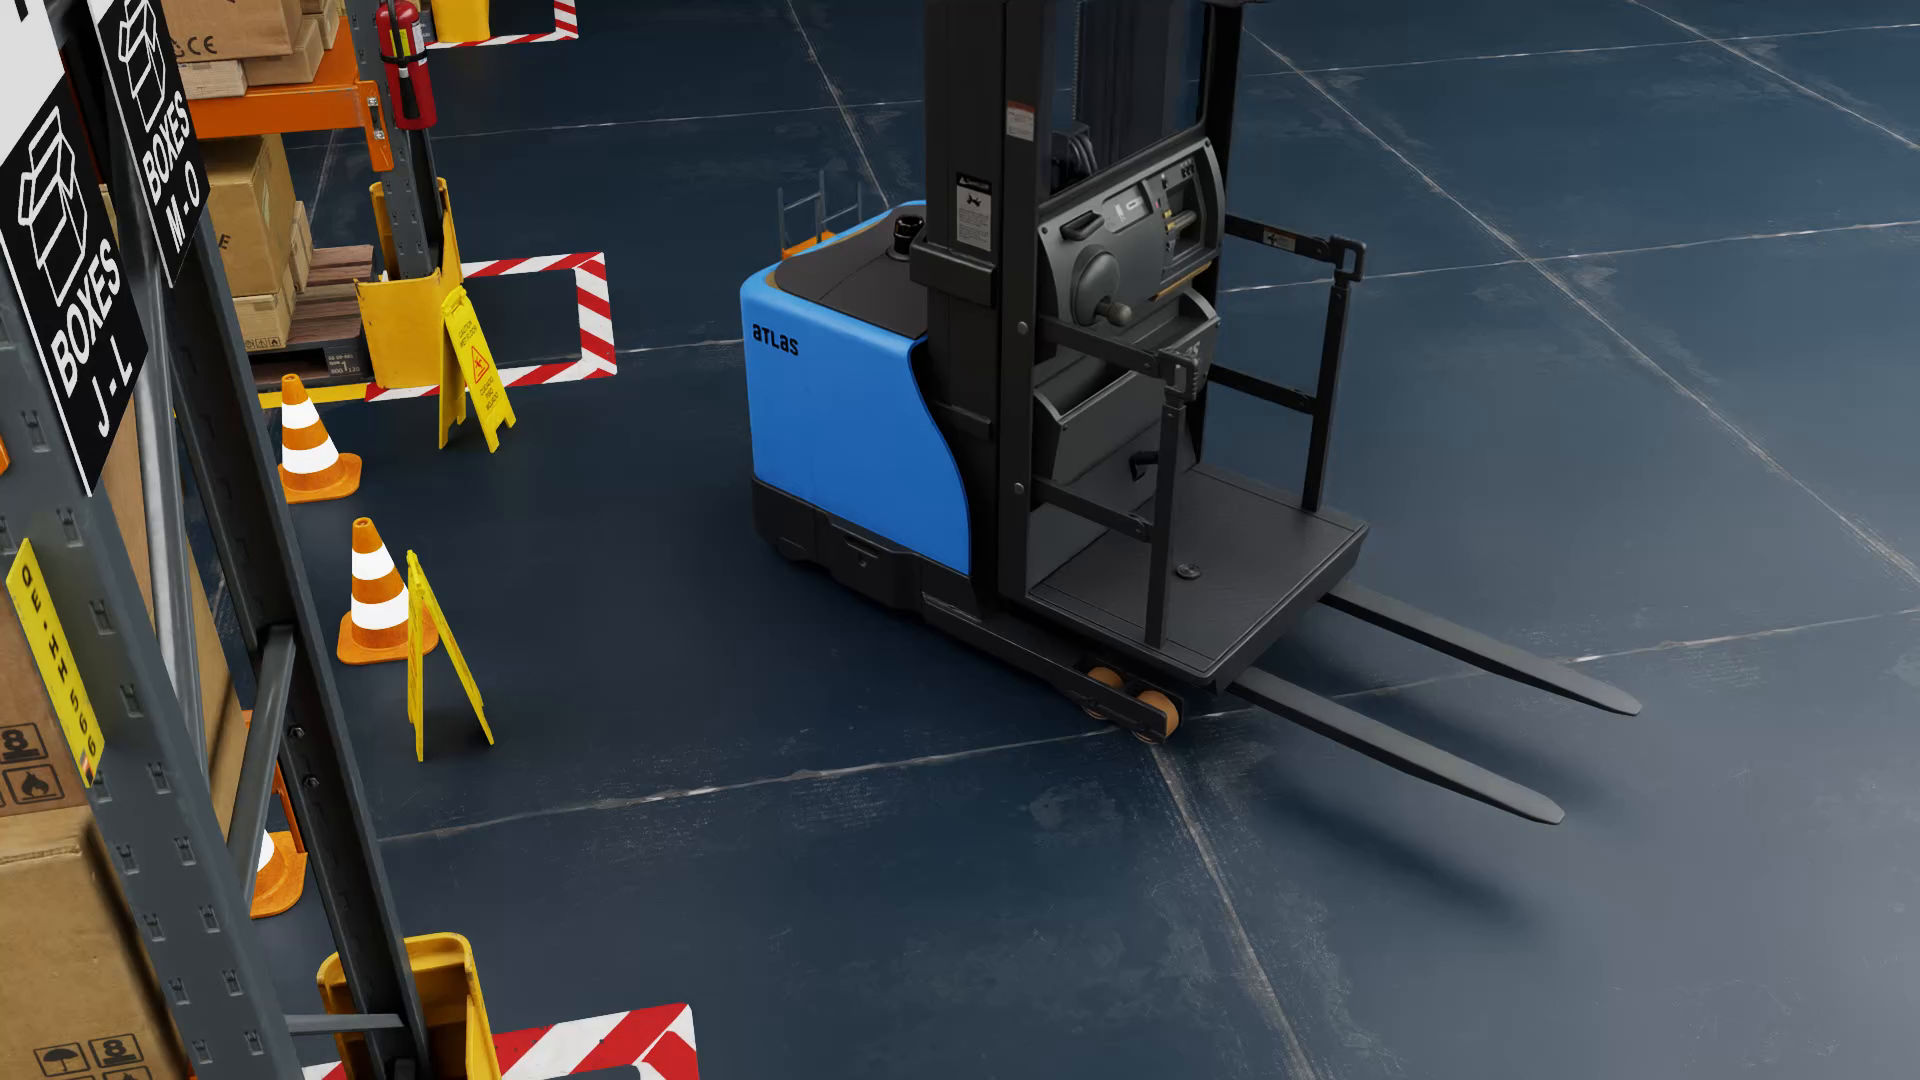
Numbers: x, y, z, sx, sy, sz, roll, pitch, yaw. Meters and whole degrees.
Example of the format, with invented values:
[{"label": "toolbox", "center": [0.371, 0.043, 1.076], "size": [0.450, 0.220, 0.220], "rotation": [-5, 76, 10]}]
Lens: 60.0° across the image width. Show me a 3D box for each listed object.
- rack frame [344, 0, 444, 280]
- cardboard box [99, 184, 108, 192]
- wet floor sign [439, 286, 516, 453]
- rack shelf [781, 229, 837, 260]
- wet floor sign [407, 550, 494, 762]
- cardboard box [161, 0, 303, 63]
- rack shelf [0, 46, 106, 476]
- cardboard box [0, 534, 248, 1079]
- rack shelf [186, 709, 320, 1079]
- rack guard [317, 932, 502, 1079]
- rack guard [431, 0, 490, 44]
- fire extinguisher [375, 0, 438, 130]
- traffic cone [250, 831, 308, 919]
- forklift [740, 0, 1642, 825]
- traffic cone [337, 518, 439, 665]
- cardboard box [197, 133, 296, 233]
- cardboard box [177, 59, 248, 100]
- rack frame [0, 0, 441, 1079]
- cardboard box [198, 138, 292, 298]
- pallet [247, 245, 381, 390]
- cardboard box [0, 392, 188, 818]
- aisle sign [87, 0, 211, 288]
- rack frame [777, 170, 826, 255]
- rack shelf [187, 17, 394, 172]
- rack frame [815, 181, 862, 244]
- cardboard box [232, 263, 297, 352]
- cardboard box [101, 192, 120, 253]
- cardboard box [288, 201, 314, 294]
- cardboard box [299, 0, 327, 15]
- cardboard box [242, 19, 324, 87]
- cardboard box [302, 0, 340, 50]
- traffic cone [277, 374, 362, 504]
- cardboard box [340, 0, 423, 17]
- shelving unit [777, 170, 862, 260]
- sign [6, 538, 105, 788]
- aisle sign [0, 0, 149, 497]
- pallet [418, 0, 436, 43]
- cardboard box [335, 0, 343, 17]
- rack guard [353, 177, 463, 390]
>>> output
[{"label": "rack frame", "center": [-2.420, -2.239, 6.895], "size": [0.127, 3.000, 1.000], "rotation": [-7, 35, -11]}, {"label": "cardboard box", "center": [-3.487, -1.531, 6.675], "size": [0.250, 0.149, 0.380], "rotation": [-6, 34, -9]}, {"label": "wet floor sign", "center": [-1.999, -0.703, 6.719], "size": [0.232, 0.644, 0.267], "rotation": [4, 34, 6]}, {"label": "rack shelf", "center": [-0.509, -1.044, 6.163], "size": [0.180, 0.103, 0.258], "rotation": [24, 41, 31]}, {"label": "wet floor sign", "center": [-1.638, 0.337, 5.169], "size": [0.232, 0.644, 0.267], "rotation": [-13, 36, -19]}, {"label": "cardboard box", "center": [-2.889, -2.188, 6.461], "size": [0.500, 0.500, 0.500], "rotation": [-8, 35, -11]}, {"label": "rack shelf", "center": [-3.181, -0.262, 1.902], "size": [4.000, 0.370, 1.077], "rotation": [-7, 35, -11]}, {"label": "cardboard box", "center": [-1.582, 0.447, 2.758], "size": [0.550, 0.550, 0.875], "rotation": [-7, 35, -11]}, {"label": "rack shelf", "center": [-3.181, 0.983, 2.738], "size": [4.000, 0.370, 1.077], "rotation": [-7, 35, -11]}, {"label": "rack guard", "center": [-1.206, 1.474, 3.605], "size": [0.348, 0.500, 1.175], "rotation": [-7, 35, -11]}, {"label": "rack guard", "center": [-3.496, -3.901, 11.615], "size": [0.348, 0.500, 1.175], "rotation": [-7, 35, -11]}, {"label": "fire extinguisher", "center": [-2.207, -1.971, 6.564], "size": [0.183, 0.674, 0.296], "rotation": [-7, 35, -11]}, {"label": "traffic cone", "center": [-2.061, 0.786, 4.664], "size": [0.334, 0.463, 0.336], "rotation": [-7, 35, -11]}, {"label": "forklift", "center": [0.701, -0.905, 4.969], "size": [3.031, 2.935, 1.130], "rotation": [24, 41, 31]}, {"label": "traffic cone", "center": [-1.979, 0.130, 5.641], "size": [0.334, 0.463, 0.336], "rotation": [-7, 35, -11]}, {"label": "cardboard box", "center": [-3.291, -1.631, 7.406], "size": [0.500, 0.500, 0.500], "rotation": [-8, 35, -12]}, {"label": "cardboard box", "center": [-2.961, -1.881, 6.587], "size": [0.250, 0.149, 0.380], "rotation": [-8, 35, -11]}, {"label": "rack frame", "center": [-1.229, 0.441, 2.901], "size": [0.053, 2.616, 0.949], "rotation": [-7, 35, -11]}, {"label": "cardboard box", "center": [-3.144, -1.343, 6.977], "size": [0.500, 0.500, 0.500], "rotation": [-7, 34, -10]}, {"label": "pallet", "center": [-3.295, -0.991, 7.538], "size": [1.213, 0.211, 1.003], "rotation": [-7, 35, -11]}, {"label": "cardboard box", "center": [-1.600, -0.047, 2.525], "size": [0.550, 0.550, 0.875], "rotation": [-7, 35, -11]}, {"label": "aisle sign", "center": [-1.227, -0.812, 2.436], "size": [0.004, 0.787, 0.394], "rotation": [-7, 35, -11]}, {"label": "rack frame", "center": [-0.580, -0.814, 6.386], "size": [0.006, 1.200, 0.240], "rotation": [24, 41, 31]}, {"label": "rack shelf", "center": [-4.371, -1.694, 6.729], "size": [4.000, 0.370, 1.077], "rotation": [-7, 35, -11]}, {"label": "rack frame", "center": [-0.437, -0.750, 6.291], "size": [0.006, 1.200, 0.240], "rotation": [24, 41, 31]}, {"label": "cardboard box", "center": [-3.173, -1.023, 7.173], "size": [0.500, 0.250, 0.500], "rotation": [-7, 35, -11]}, {"label": "cardboard box", "center": [-3.653, -1.277, 6.879], "size": [0.500, 0.500, 0.500], "rotation": [-6, 34, -9]}, {"label": "cardboard box", "center": [-3.268, -1.323, 7.620], "size": [0.500, 0.250, 0.500], "rotation": [-7, 35, -11]}, {"label": "cardboard box", "center": [-2.944, -2.497, 6.922], "size": [0.500, 0.500, 0.500], "rotation": [-8, 35, -11]}, {"label": "cardboard box", "center": [-2.738, -1.973, 6.723], "size": [0.250, 0.149, 0.380], "rotation": [-6, 34, -9]}, {"label": "cardboard box", "center": [-2.797, -2.205, 7.070], "size": [0.250, 0.149, 0.380], "rotation": [-7, 35, -10]}, {"label": "traffic cone", "center": [-2.555, -0.432, 6.478], "size": [0.334, 0.463, 0.336], "rotation": [-7, 35, -11]}, {"label": "cardboard box", "center": [-3.908, -3.739, 11.221], "size": [0.500, 0.250, 0.500], "rotation": [-7, 34, -10]}, {"label": "shelving unit", "center": [-0.509, -0.782, 6.339], "size": [0.189, 1.200, 0.258], "rotation": [24, 41, 31]}, {"label": "sign", "center": [-1.124, 0.156, 2.073], "size": [0.005, 0.325, 0.100], "rotation": [-7, 35, -11]}, {"label": "aisle sign", "center": [-1.094, -0.486, 1.950], "size": [0.004, 0.787, 0.394], "rotation": [-7, 35, -11]}, {"label": "pallet", "center": [-4.256, -3.662, 11.517], "size": [1.213, 0.211, 1.003], "rotation": [-7, 35, -11]}, {"label": "cardboard box", "center": [-4.395, -3.684, 11.138], "size": [0.500, 0.250, 0.500], "rotation": [-7, 35, -11]}, {"label": "rack guard", "center": [-2.495, -1.192, 7.577], "size": [0.348, 0.500, 1.175], "rotation": [-7, 35, -11]}]
